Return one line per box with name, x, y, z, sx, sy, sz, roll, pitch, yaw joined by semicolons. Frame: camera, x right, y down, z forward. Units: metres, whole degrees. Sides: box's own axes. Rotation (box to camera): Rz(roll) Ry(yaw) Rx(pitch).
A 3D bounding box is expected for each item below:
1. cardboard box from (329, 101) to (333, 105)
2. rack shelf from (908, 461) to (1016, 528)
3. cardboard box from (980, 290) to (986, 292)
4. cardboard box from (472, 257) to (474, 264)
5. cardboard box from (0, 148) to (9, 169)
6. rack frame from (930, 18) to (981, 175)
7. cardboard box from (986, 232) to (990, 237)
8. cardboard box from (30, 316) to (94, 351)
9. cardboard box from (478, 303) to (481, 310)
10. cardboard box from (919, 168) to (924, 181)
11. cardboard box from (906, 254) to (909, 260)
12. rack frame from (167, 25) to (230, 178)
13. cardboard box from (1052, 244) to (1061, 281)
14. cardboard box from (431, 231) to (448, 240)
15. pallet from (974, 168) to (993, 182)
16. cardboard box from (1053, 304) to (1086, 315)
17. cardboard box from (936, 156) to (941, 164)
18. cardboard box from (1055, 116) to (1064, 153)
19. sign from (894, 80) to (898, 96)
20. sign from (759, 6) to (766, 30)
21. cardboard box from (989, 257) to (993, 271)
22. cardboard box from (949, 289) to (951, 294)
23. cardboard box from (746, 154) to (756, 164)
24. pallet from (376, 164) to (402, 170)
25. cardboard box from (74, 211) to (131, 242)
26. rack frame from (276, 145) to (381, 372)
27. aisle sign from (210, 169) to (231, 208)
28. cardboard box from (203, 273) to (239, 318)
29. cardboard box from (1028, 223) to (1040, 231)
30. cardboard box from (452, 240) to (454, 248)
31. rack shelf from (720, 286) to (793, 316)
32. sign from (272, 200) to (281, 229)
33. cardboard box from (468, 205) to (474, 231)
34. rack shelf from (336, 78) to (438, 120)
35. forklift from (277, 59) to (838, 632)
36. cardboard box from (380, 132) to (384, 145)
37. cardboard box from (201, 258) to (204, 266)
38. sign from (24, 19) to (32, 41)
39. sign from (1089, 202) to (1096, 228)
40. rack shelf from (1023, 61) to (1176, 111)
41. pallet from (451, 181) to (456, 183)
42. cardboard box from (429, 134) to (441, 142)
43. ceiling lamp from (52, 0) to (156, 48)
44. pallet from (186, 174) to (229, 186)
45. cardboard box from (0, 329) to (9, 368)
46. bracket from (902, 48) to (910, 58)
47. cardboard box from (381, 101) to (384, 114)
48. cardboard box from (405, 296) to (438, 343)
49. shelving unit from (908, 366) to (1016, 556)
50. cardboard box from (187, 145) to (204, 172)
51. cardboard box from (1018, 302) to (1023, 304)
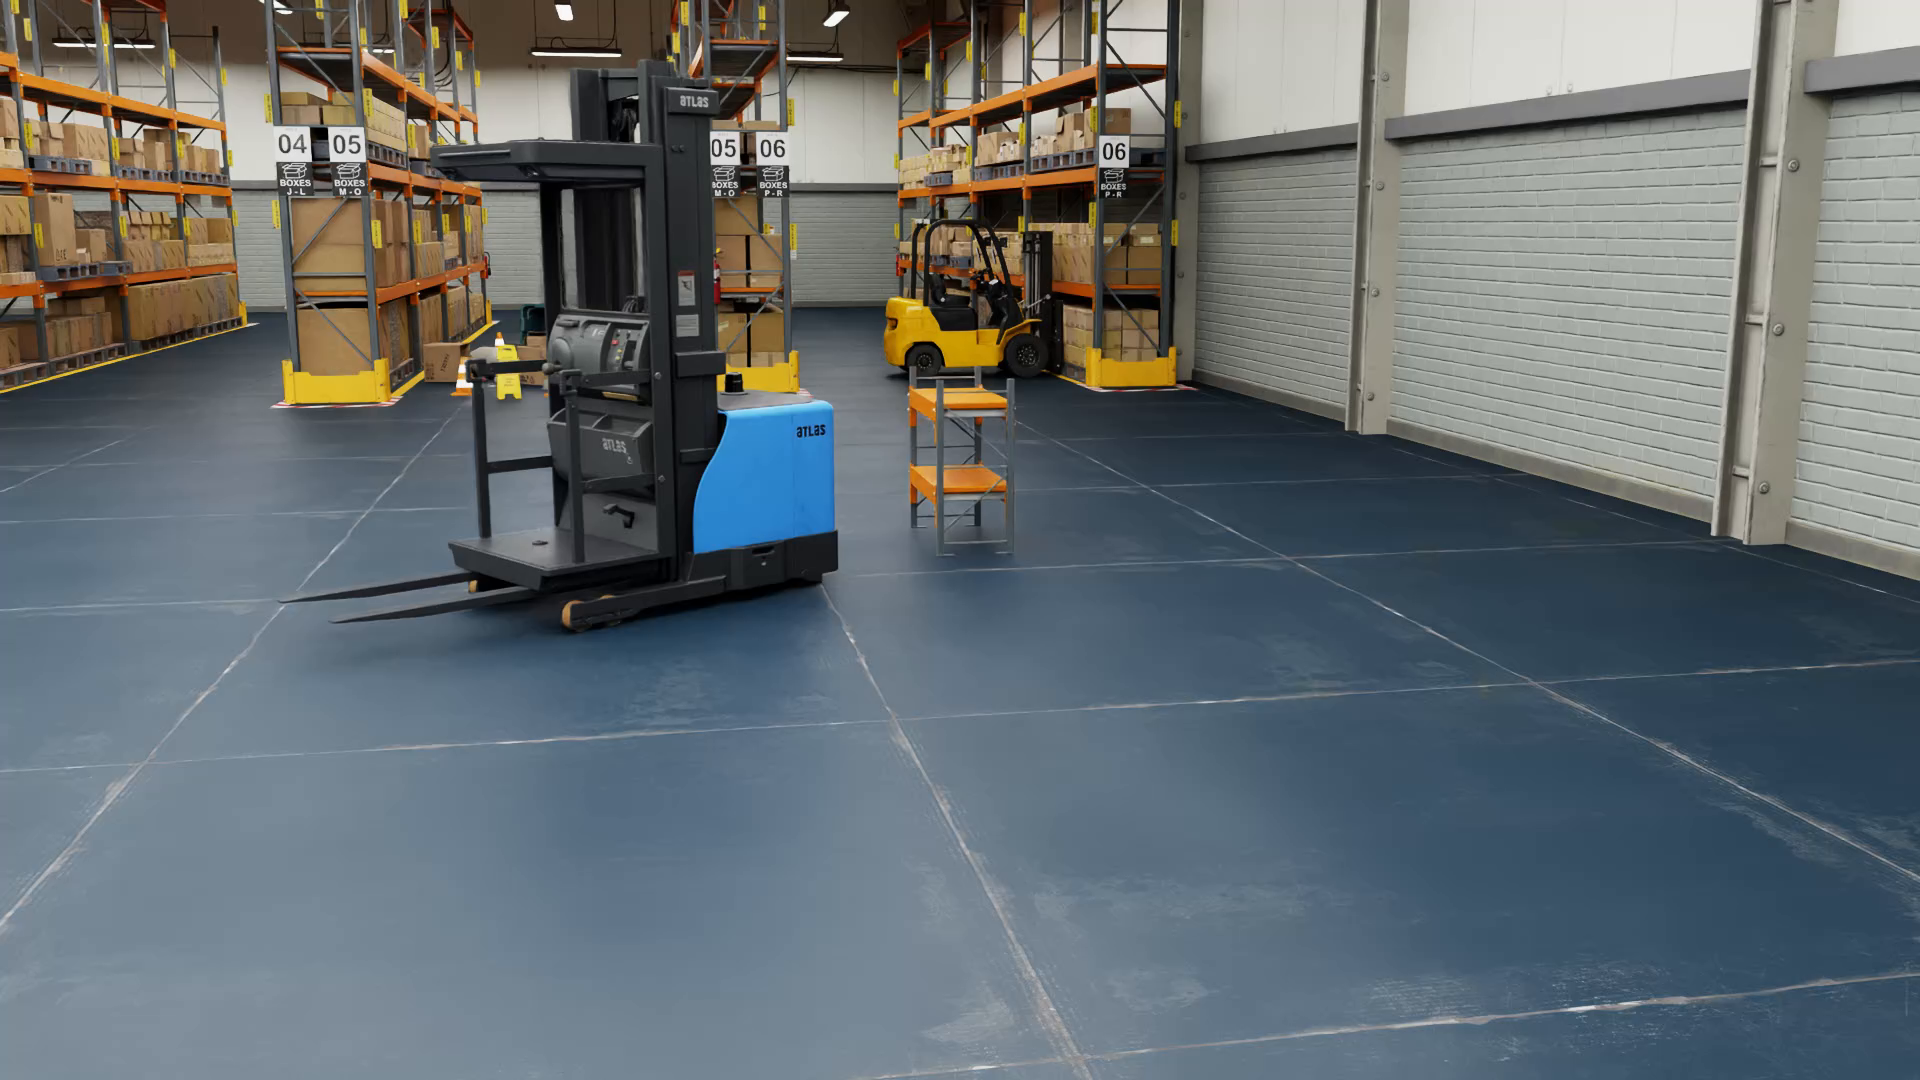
cardboard box;-8.151;-5.468;21.029;0.380;0.149;0.250;-2;11;-11
rack shelf;-0.001;-0.314;11.144;0.538;0.278;1.000;-2;11;-11
cardboard box;0.593;-4.628;31.315;0.380;0.149;0.250;-2;11;-11
cardboard box;-9.827;-5.523;32.862;0.380;0.149;0.250;-2;11;-8
cardboard box;-12.682;-4.943;21.523;0.500;0.250;0.500;-2;11;-10
rack frame;-0.085;-8.669;32.677;1.000;3.000;0.127;-2;11;-11
cardboard box;0.657;-5.145;28.201;0.380;0.149;0.250;-2;11;-10
cardboard box;-13.509;-3.108;25.012;0.700;0.500;0.500;-1;11;-6
cardboard box;-9.969;-4.752;33.846;0.380;0.149;0.250;-2;11;-10
cardboard box;-0.536;-7.443;33.860;0.500;0.250;0.500;-3;11;-13
cardboard box;-0.974;-6.217;36.511;0.380;0.149;0.250;-2;11;-10
rack frame;-15.452;-8.861;33.686;1.000;3.000;0.127;-2;11;-11
cardboard box;1.595;-3.932;23.567;0.500;0.500;0.500;-2;11;-11
cardboard box;-9.169;-5.317;29.066;0.380;0.149;0.250;-2;11;-9
pallet;0.912;-6.248;28.484;1.213;0.211;1.003;-2;11;-8
cardboard box;1.549;-3.220;23.648;0.500;0.250;0.500;-2;11;-12
cardboard box;-0.252;-7.262;31.794;0.380;0.149;0.250;-2;11;-12
cardboard box;1.746;-5.674;23.293;0.797;0.503;0.637;-2;11;-9
sign;-1.396;-9.881;36.333;0.100;0.325;0.005;-2;11;-11
sign;-2.862;-7.535;24.008;0.100;0.325;0.005;-2;11;-11
cardboard box;0.739;-4.638;27.943;0.500;0.250;0.500;-2;11;-13
cardboard box;-0.007;-4.752;31.969;0.380;0.149;0.250;-2;11;-11
cardboard box;-2.505;-4.808;21.084;0.380;0.149;0.250;-2;11;-13
pallet;-8.460;-5.421;24.146;0.805;0.209;1.217;-3;11;-13
cardboard box;-14.023;-5.124;27.143;0.797;0.503;0.637;-2;11;-9
rack frame;-7.456;-3.142;19.680;1.000;3.000;0.127;-2;11;-11
aisle sign;-15.172;-7.215;34.131;0.394;0.787;0.004;-2;11;-11
cardboard box;-15.249;-4.962;33.805;0.875;0.875;0.875;-2;11;-11
cardboard box;1.241;-4.700;25.068;0.380;0.149;0.250;-2;11;-10
cardboard box;-9.363;-5.362;30.098;0.380;0.149;0.250;-2;11;-13
rack shelf;-3.009;-3.354;22.717;1.077;0.370;4.000;-2;11;-11
sign;-7.990;-3.810;19.459;0.100;0.325;0.005;-2;11;-11
cardboard box;-9.822;-6.309;32.582;0.500;0.500;0.500;-2;11;-10
rack shelf;-8.623;-6.639;25.005;1.077;0.370;4.000;-2;11;-11
forklift;-2.136;-1.069;8.976;3.031;2.935;1.130;-10;15;-43
cardboard box;-7.404;-5.007;20.739;0.380;0.149;0.250;-2;11;-11
cardboard box;-14.561;-5.268;31.525;0.380;0.149;0.250;-2;11;-13
sign;-14.440;-7.910;25.766;0.100;0.325;0.005;-2;11;-11
sign;1.714;-4.189;21.454;0.100;0.325;0.005;-2;11;-11
rack shelf;1.859;-6.285;23.146;1.077;0.370;4.000;-2;11;-11
pallet;-9.569;-6.417;29.366;1.213;0.211;1.003;-2;11;-11
cardboard box;-8.920;-6.686;27.967;0.396;0.266;0.258;-2;11;-11
ceiling lamp;-18.362;-12.133;35.262;2.000;3.185;0.800;-2;11;-11
pallet;-15.298;-7.209;33.262;1.003;0.211;1.213;-2;11;-11
cardboard box;-12.961;-2.512;21.935;0.500;0.500;0.500;1;11;7
bracket;-1.394;-12.196;41.581;0.235;0.232;0.430;-2;11;-11
cardboard box;-7.454;-5.445;20.907;0.380;0.149;0.250;-2;11;-12
cardboard box;-8.808;-3.435;26.114;1.050;0.750;0.750;-2;11;-10
shelving unit;-0.001;-0.554;11.098;0.538;1.125;1.048;-2;11;-11
cardboard box;-14.948;-7.300;31.847;0.700;0.500;0.500;-2;11;-9
cardboard box;1.215;-3.533;26.962;0.875;0.625;0.625;-2;11;-12
